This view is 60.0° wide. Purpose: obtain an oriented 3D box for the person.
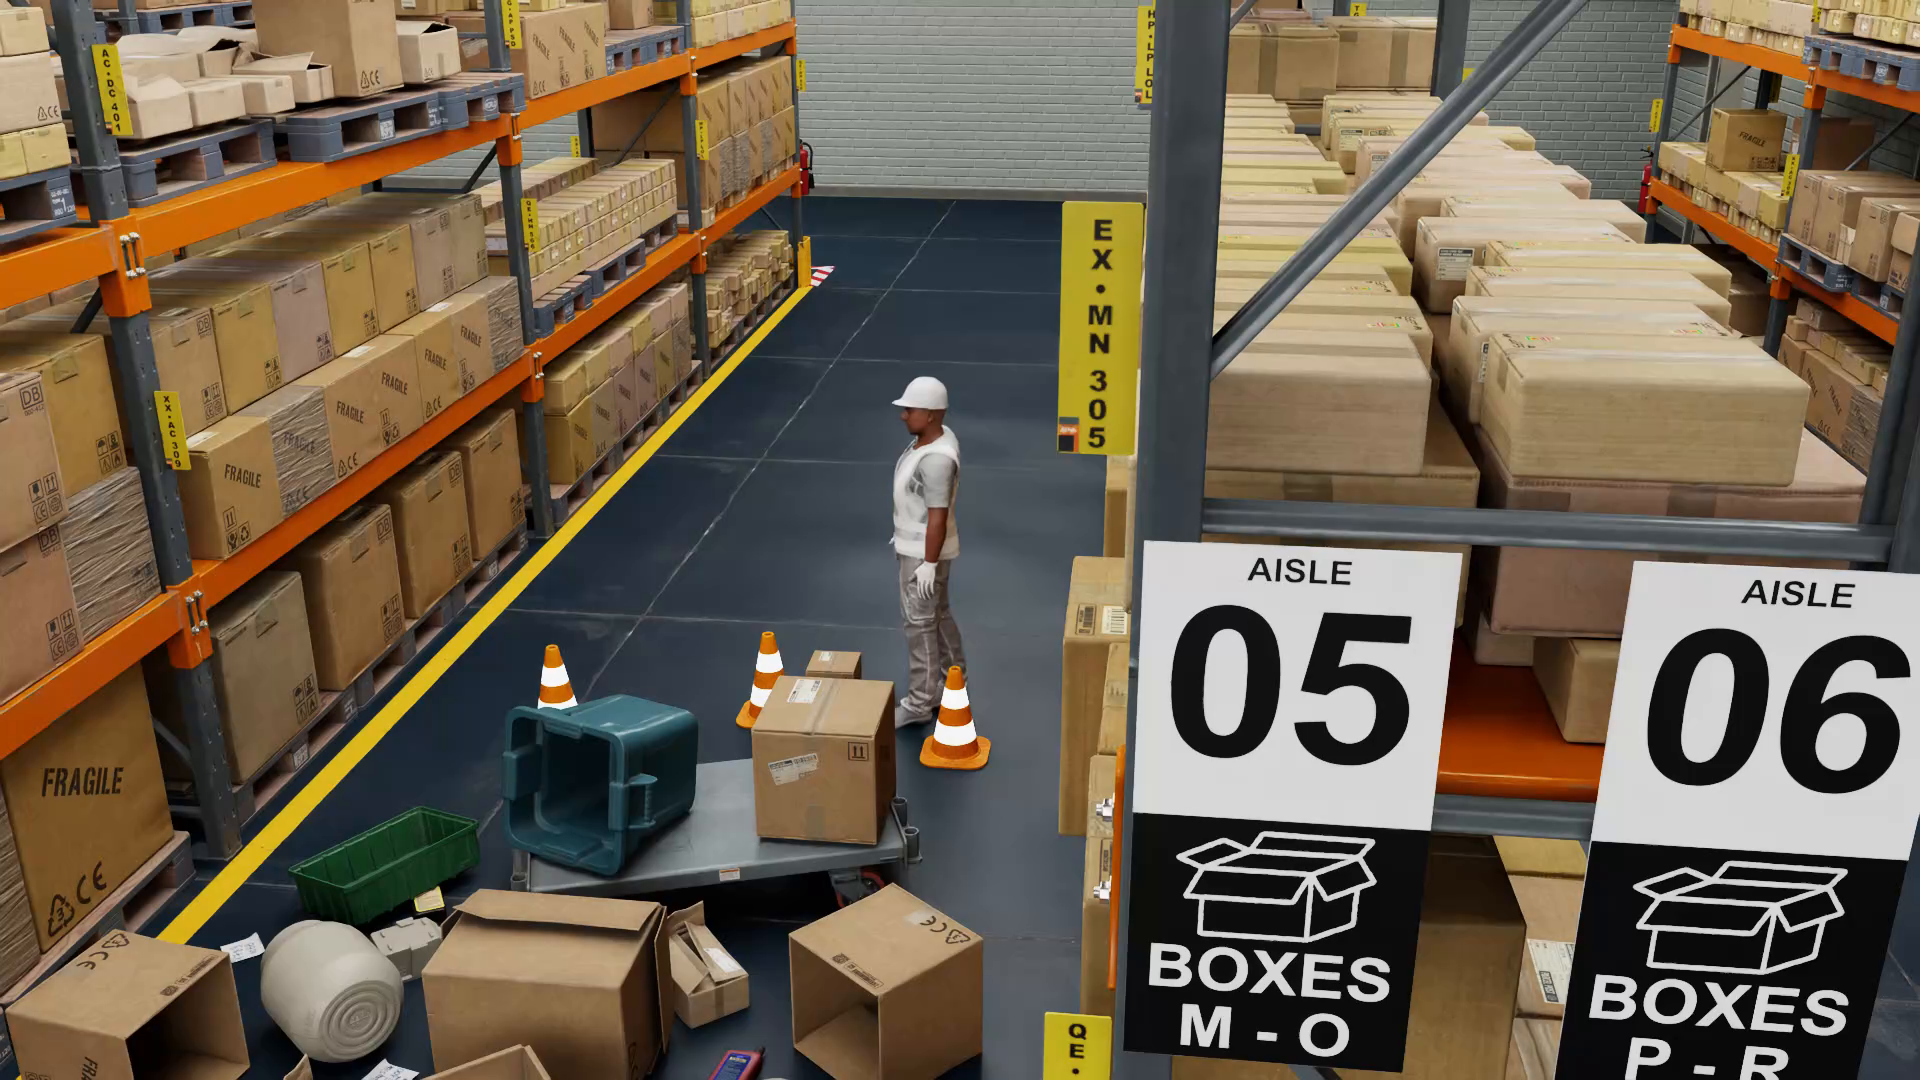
[{"bbox_3d":[-0.201,0.059,8.384,0.506,1.800,0.570,-1,21,-2],"label":"person"}]
